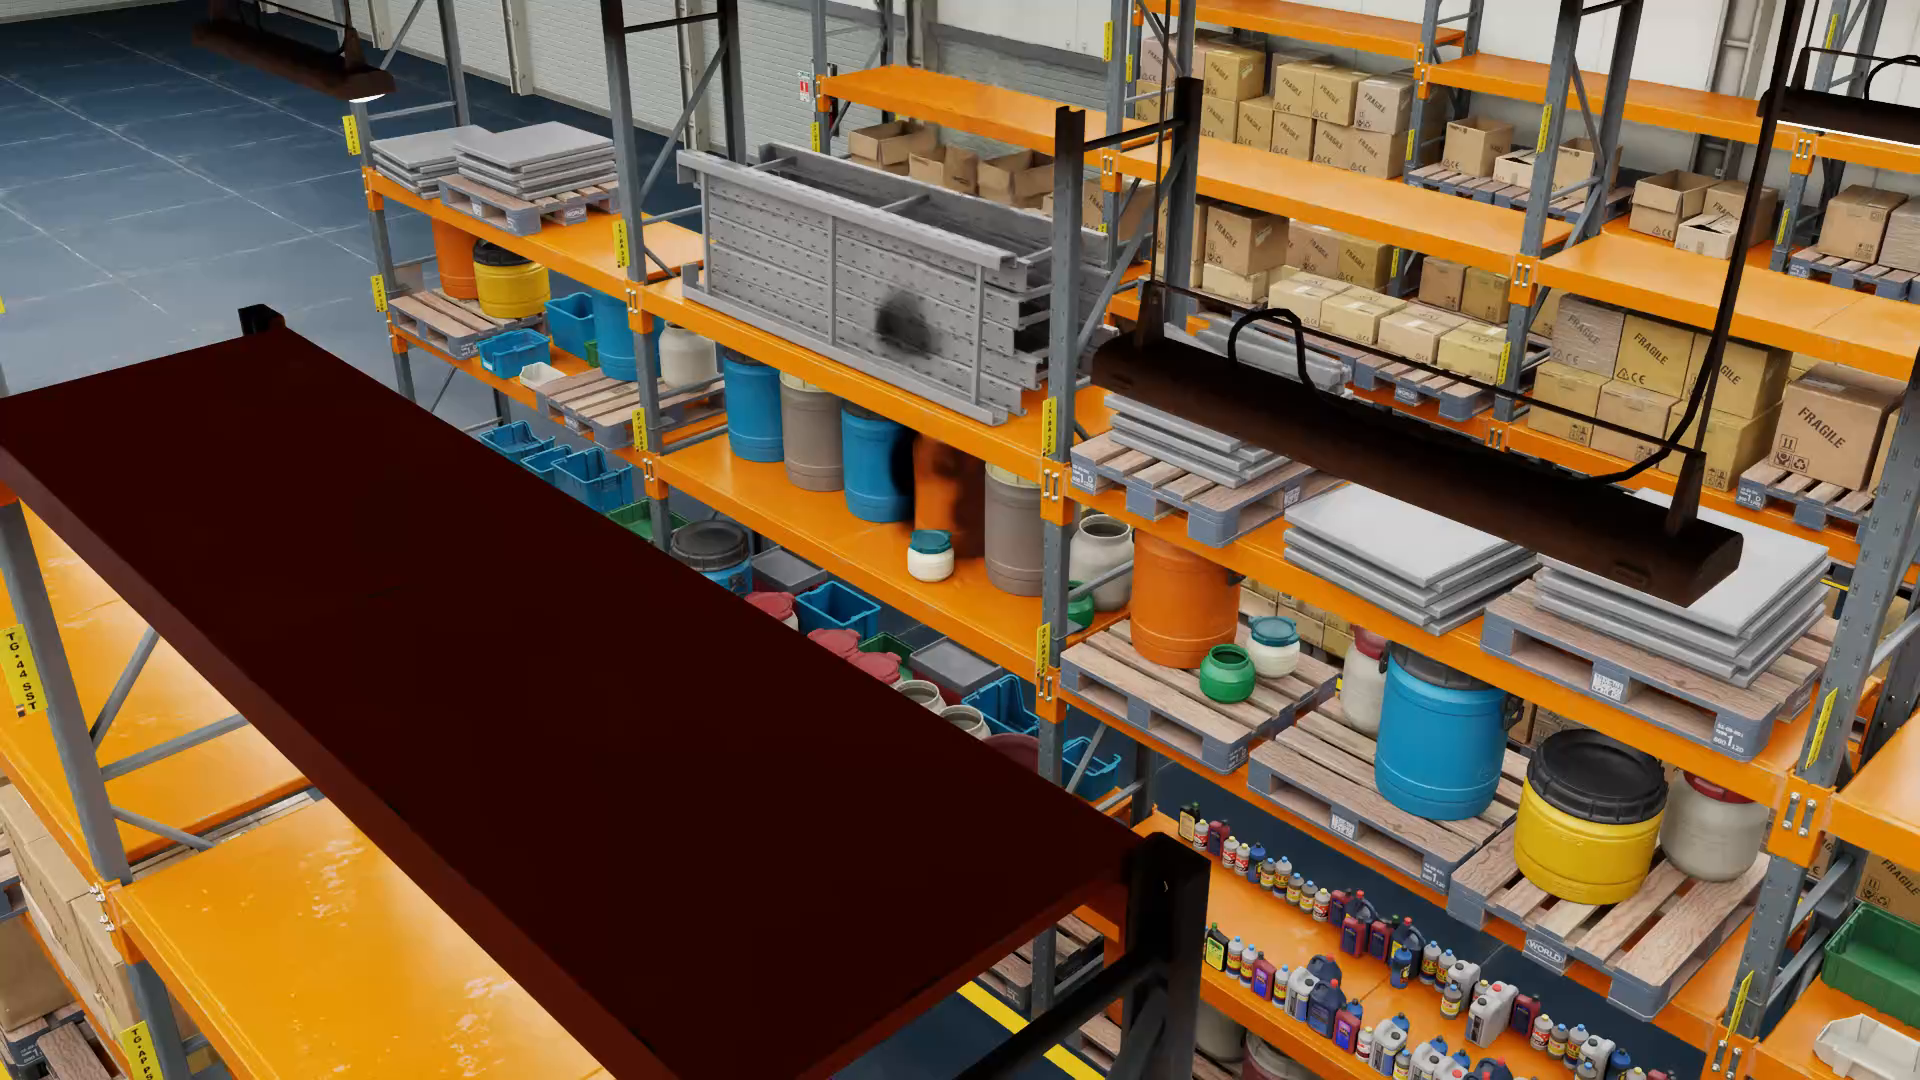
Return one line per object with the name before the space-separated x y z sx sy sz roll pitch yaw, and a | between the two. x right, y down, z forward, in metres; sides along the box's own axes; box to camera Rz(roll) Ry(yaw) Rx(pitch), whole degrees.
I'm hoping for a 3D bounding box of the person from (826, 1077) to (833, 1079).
person | -1.048 3.144 8.591 0.573 1.724 0.703 21 35 34
